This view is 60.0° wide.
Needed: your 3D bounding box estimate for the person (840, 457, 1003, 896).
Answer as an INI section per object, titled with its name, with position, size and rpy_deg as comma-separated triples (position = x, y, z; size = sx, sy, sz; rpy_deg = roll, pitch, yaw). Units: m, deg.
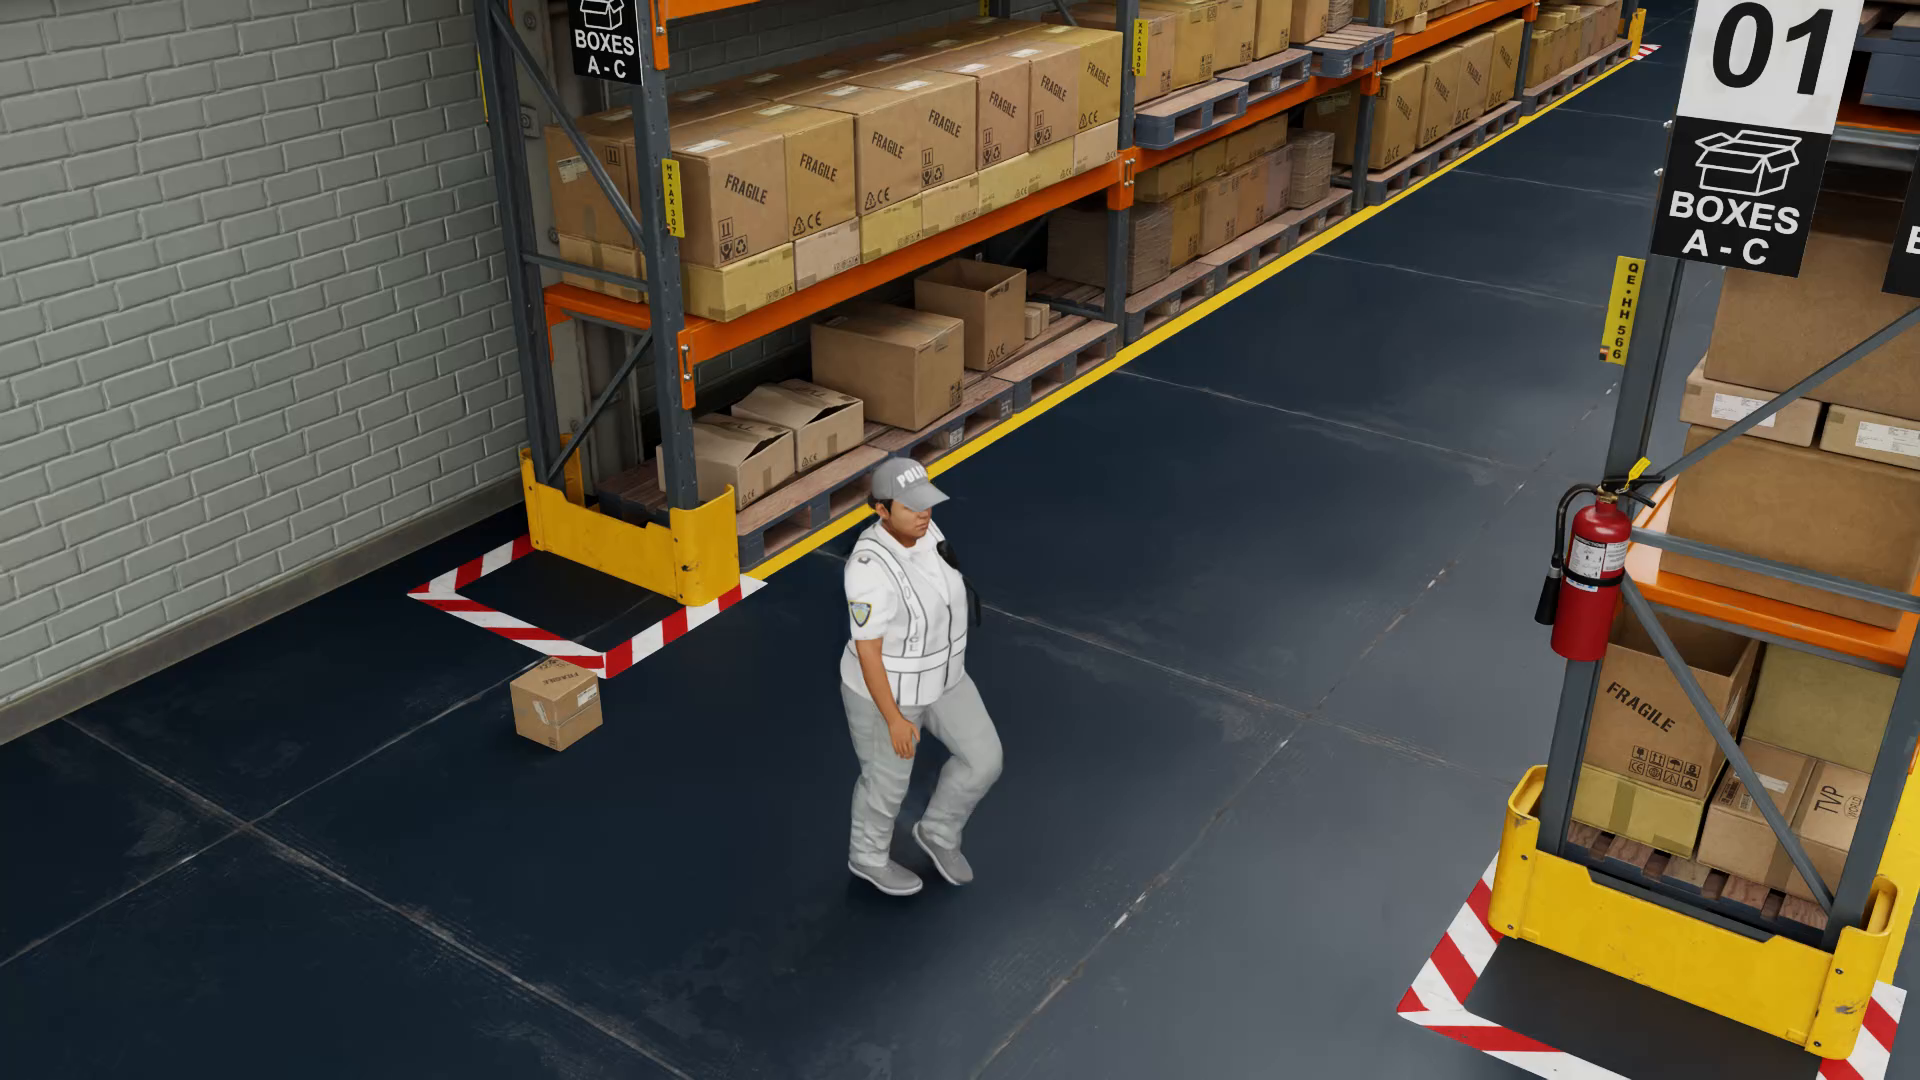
[person]
position = -0.153, 0.519, 5.609
size = 0.499, 1.717, 0.521
rpy_deg = 18, 32, 31
